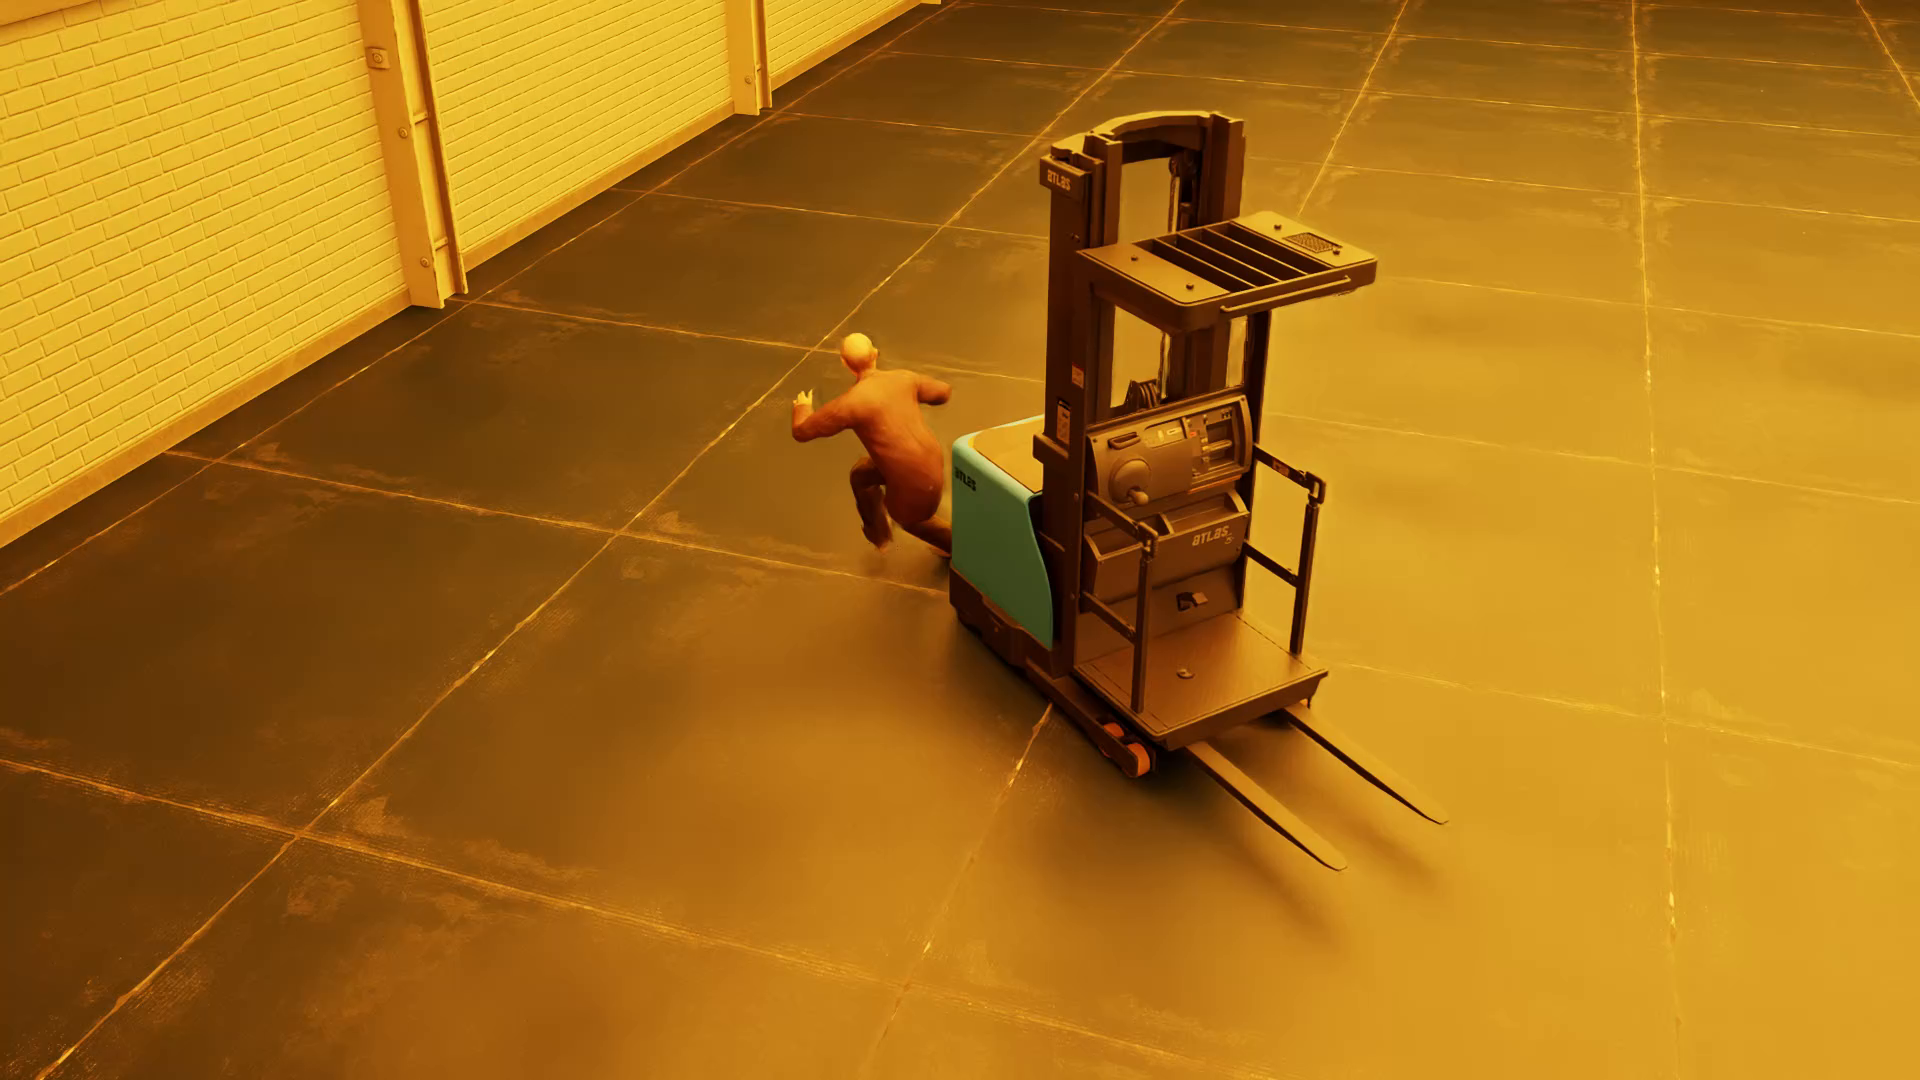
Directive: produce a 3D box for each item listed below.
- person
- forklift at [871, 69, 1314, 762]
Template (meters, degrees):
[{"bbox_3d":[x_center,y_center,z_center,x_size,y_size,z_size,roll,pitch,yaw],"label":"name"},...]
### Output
[{"bbox_3d":[-1.630,0.118,8.199,0.756,1.697,0.863,13,32,22],"label":"person"},{"bbox_3d":[0.665,-0.766,8.480,1.130,2.935,3.031,-17,34,-27],"label":"forklift"}]
